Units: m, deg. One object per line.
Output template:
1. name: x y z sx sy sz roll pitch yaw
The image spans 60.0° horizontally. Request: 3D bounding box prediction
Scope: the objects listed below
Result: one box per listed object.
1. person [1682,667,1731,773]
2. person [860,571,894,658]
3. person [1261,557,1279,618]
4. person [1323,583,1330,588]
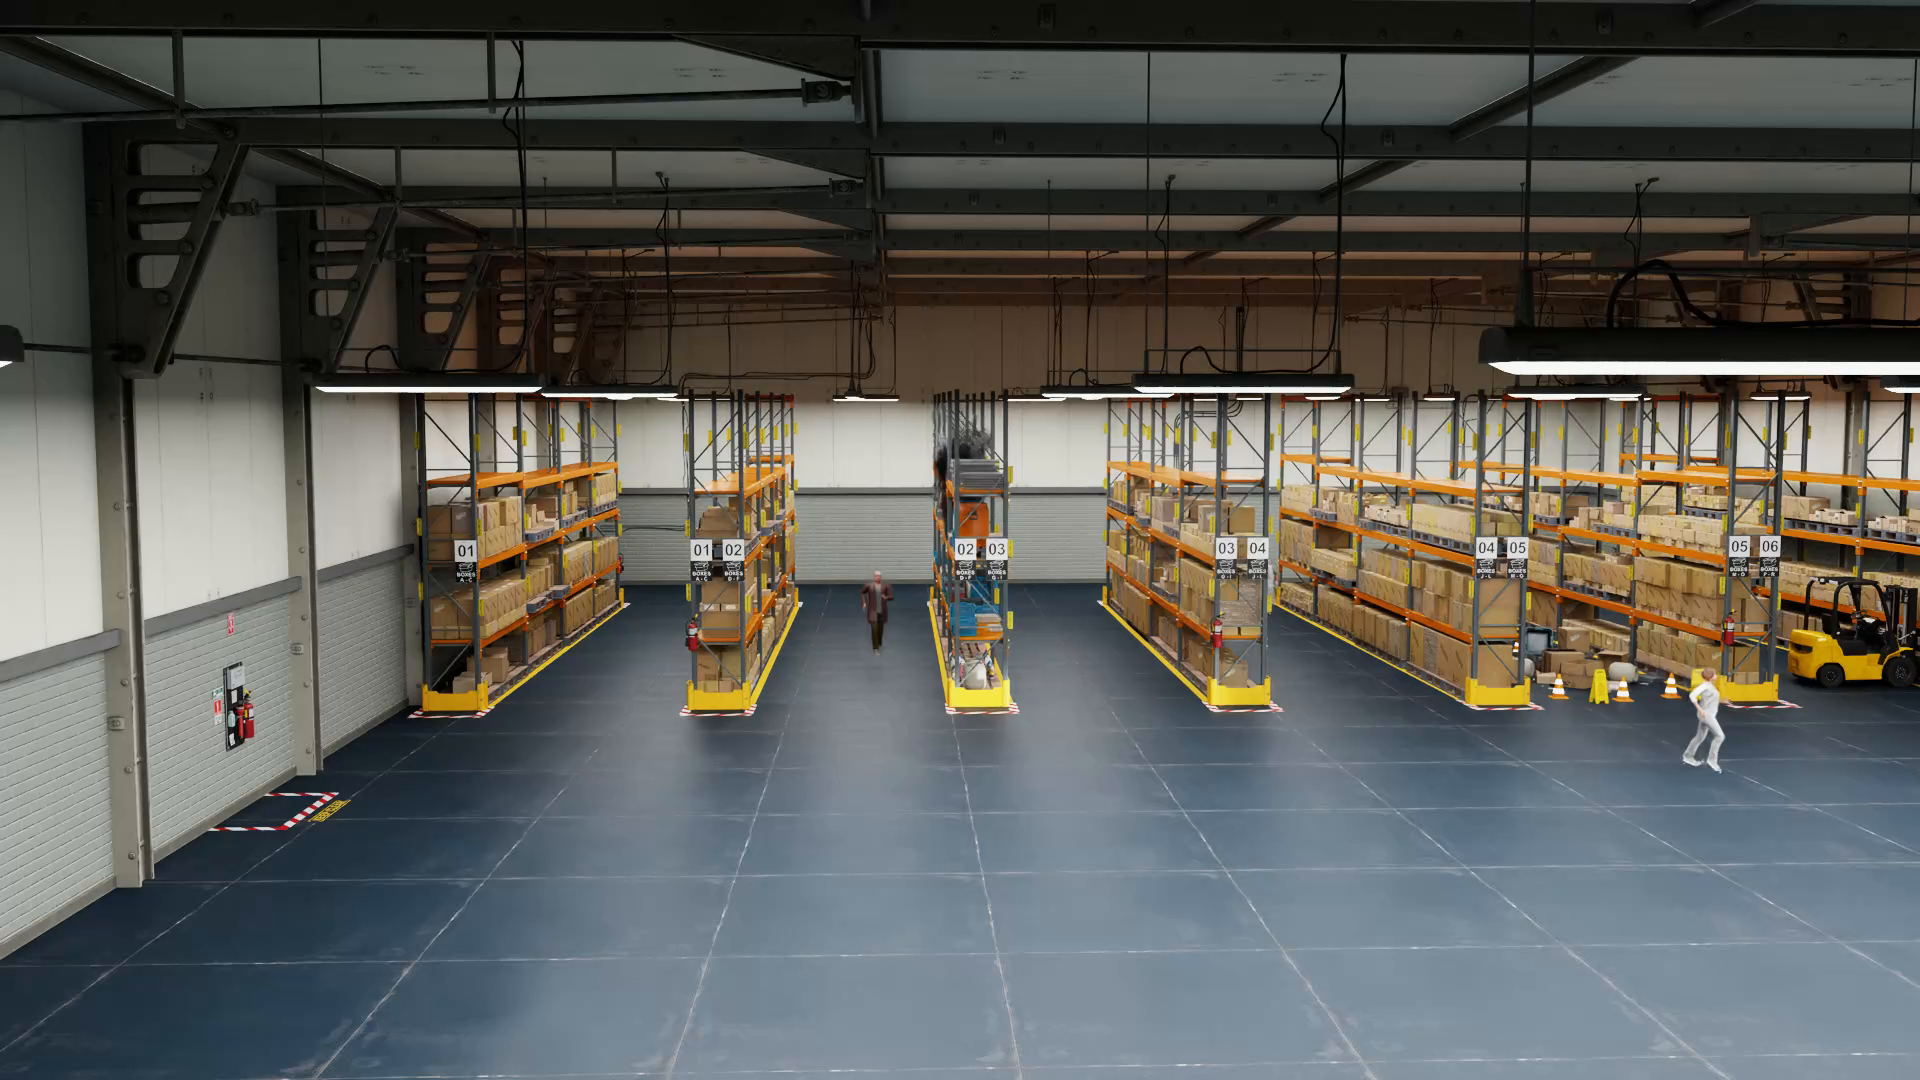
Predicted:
1. person: 11.685 2.800 26.015 0.668 1.637 0.519 2 5 26
2. person: -1.776 1.581 36.027 0.687 1.820 0.925 -1 5 -15
3. person: 8.120 1.263 44.016 0.669 1.742 0.519 0 5 2
4. person: 10.861 0.965 48.667 0.608 1.663 0.634 -2 5 -28
